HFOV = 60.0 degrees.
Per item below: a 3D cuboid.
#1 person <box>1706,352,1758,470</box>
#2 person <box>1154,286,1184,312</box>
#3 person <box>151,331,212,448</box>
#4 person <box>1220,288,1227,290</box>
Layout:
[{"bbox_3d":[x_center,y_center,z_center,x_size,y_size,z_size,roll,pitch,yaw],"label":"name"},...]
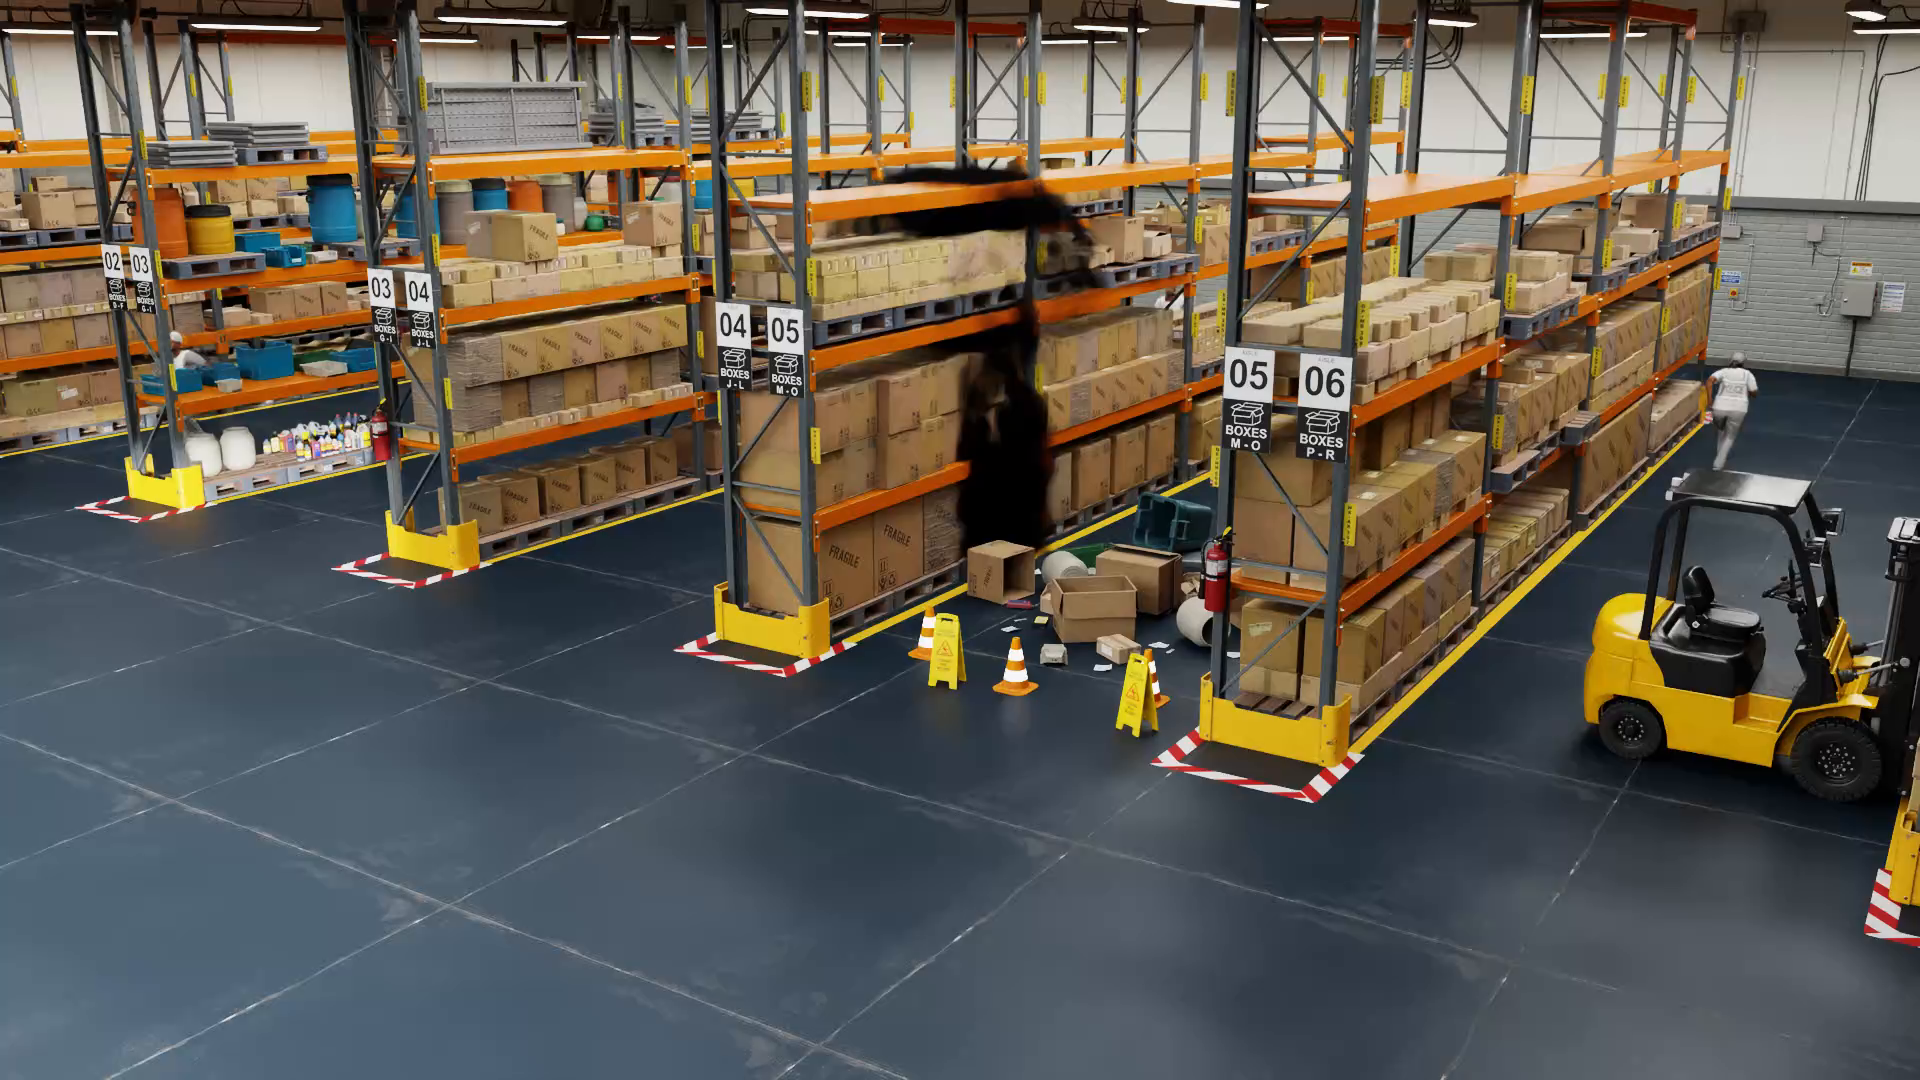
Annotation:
[{"bbox_3d":[10.188,-1.628,22.069,0.597,1.670,0.917,12,20,37],"label":"person"},{"bbox_3d":[3.766,-3.750,29.545,0.724,1.707,0.634,5,16,18],"label":"person"},{"bbox_3d":[-10.721,-1.960,22.926,0.704,1.850,0.798,7,17,25],"label":"person"},{"bbox_3d":[4.473,-3.346,27.972,0.688,1.797,0.843,11,19,35],"label":"person"}]
